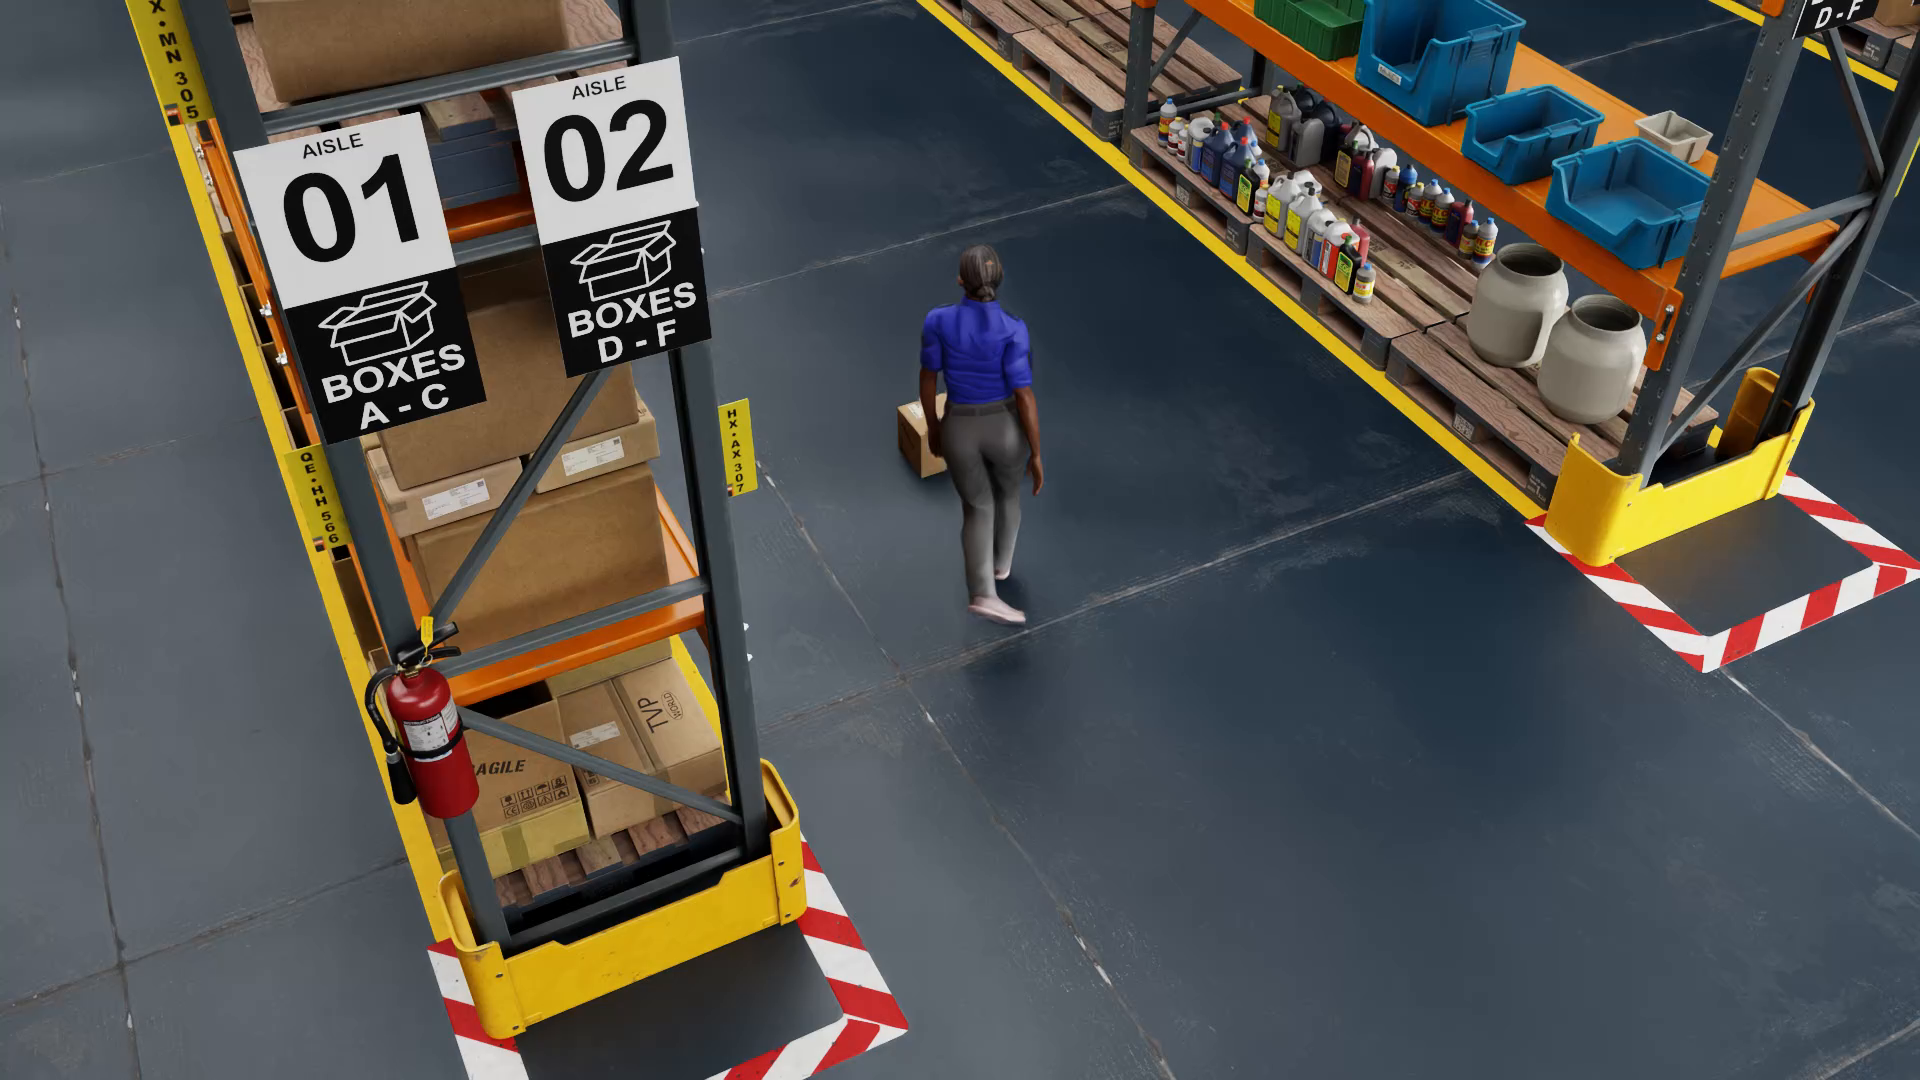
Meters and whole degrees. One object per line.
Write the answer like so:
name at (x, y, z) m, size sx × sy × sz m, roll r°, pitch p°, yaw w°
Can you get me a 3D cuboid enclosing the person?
person at (0.081, -0.377, 6.595) m, size 0.529 × 1.618 × 0.758 m, roll 6°, pitch 42°, yaw 7°
